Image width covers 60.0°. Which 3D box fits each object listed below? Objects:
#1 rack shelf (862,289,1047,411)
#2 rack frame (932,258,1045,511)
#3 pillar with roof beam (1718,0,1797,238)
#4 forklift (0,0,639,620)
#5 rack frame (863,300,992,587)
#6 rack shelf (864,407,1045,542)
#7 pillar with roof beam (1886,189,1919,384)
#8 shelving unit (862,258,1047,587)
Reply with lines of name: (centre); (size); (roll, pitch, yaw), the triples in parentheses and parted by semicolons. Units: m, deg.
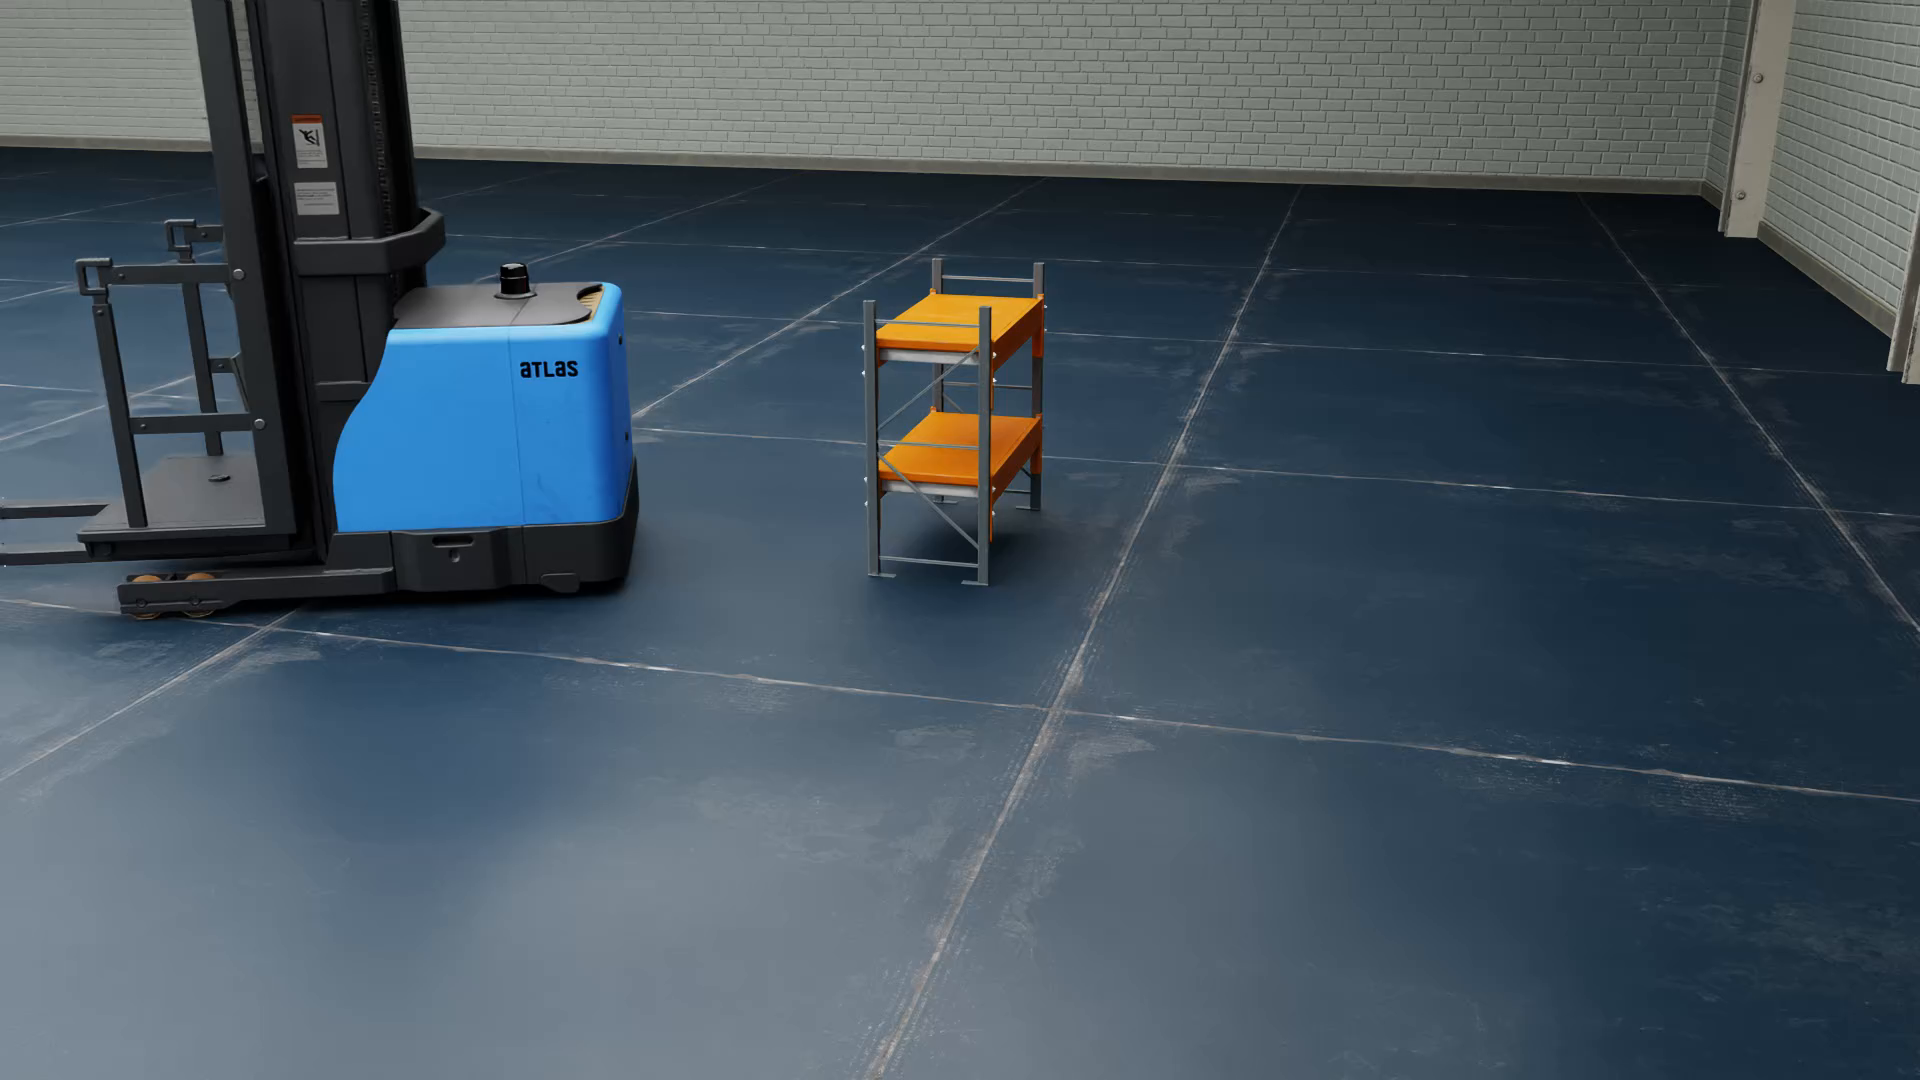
rack shelf: (-0.002, -0.807, 6.905); (0.538, 0.278, 1.000); (5, 19, 13)
rack frame: (0.123, -0.690, 7.466); (0.500, 1.125, 0.032); (5, 19, 13)
pillar with roof beam: (3.123, -7.464, 15.117); (9.100, 9.000, 0.400); (5, 19, 13)
forklift: (-2.873, -1.266, 6.359); (3.031, 2.935, 1.130); (-2, 19, -7)
rack frame: (-0.126, -0.371, 6.533); (0.500, 1.125, 0.032); (5, 19, 13)
rack shelf: (-0.002, -0.299, 7.079); (0.538, 0.278, 1.000); (5, 19, 13)
pillar with roof beam: (1.657, -5.583, 9.611); (9.100, 9.000, 0.400); (5, 19, 13)
shelving unit: (-0.002, -0.530, 7.000); (0.538, 1.125, 1.048); (5, 19, 13)
